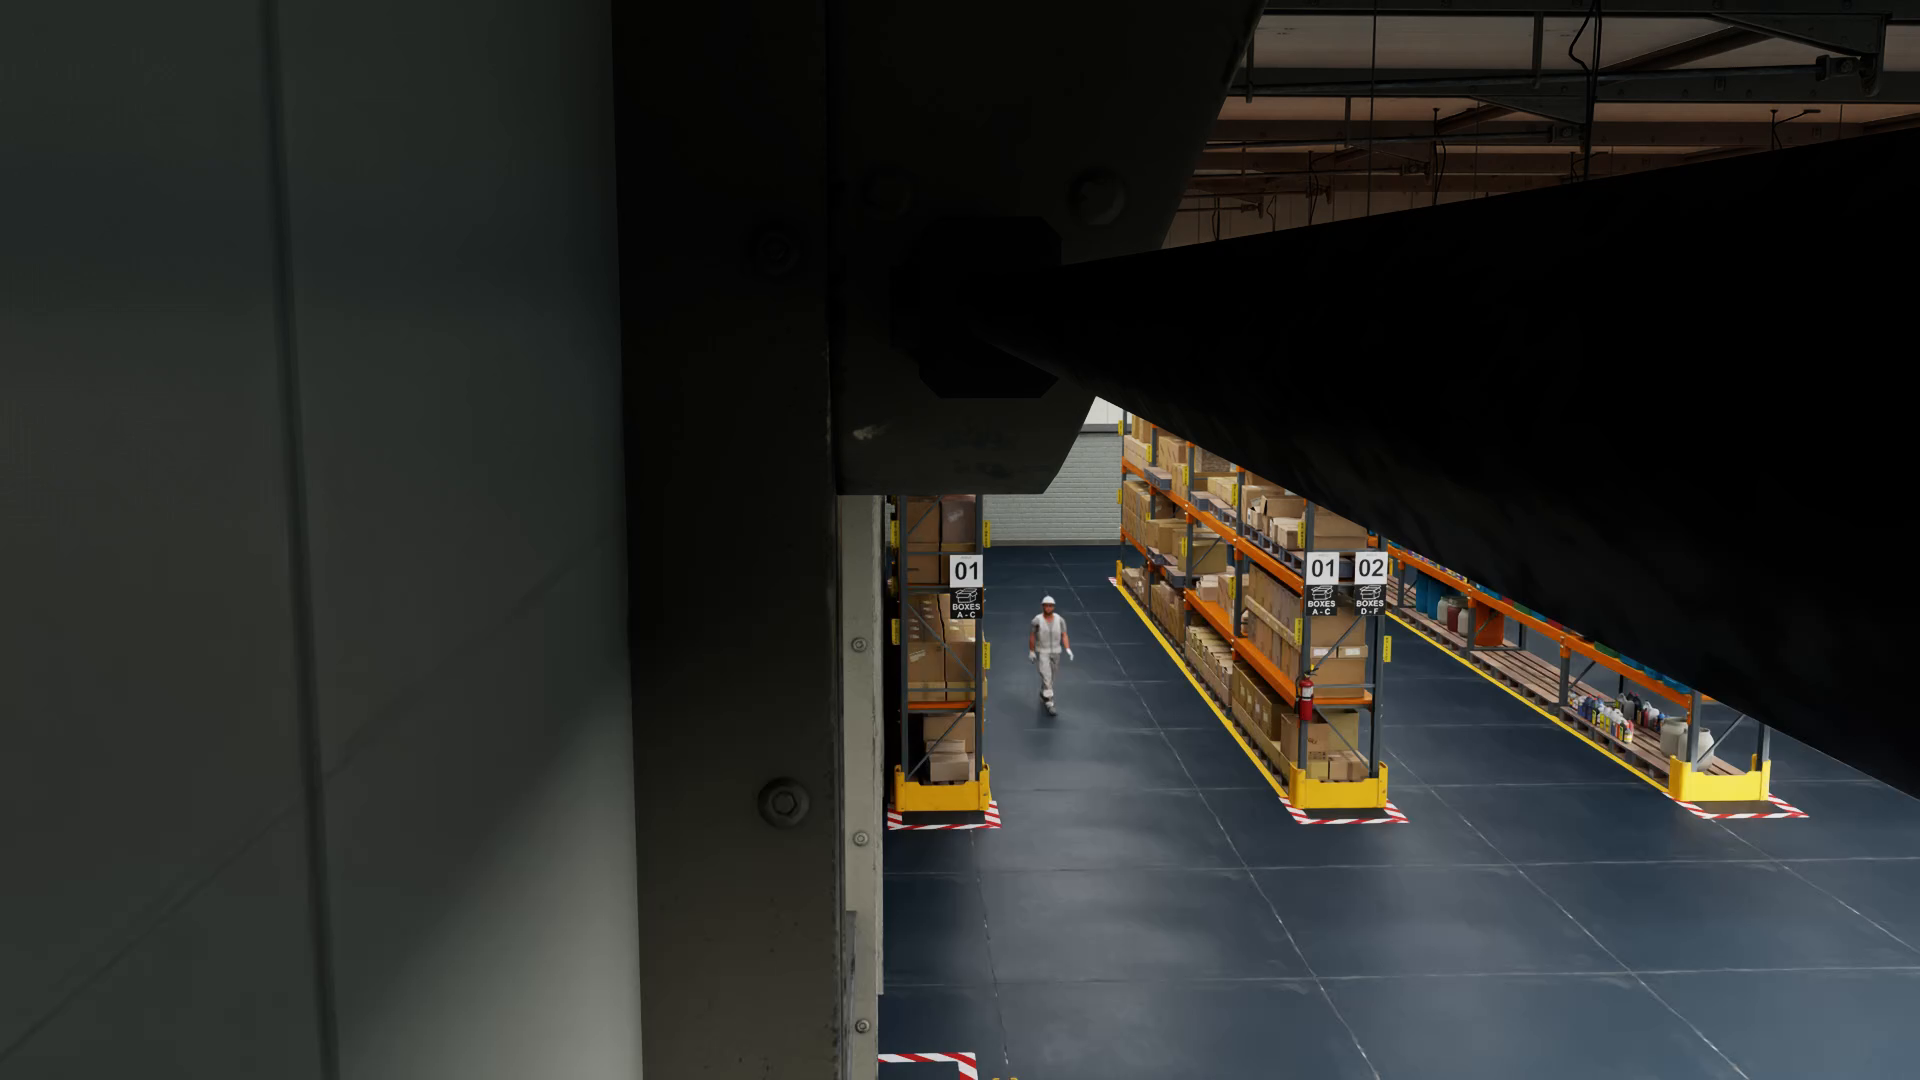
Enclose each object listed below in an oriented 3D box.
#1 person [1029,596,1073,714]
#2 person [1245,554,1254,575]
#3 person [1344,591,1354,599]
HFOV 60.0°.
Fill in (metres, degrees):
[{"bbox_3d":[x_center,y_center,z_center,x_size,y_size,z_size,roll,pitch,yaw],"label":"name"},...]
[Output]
[{"bbox_3d":[1.377,1.724,25.383,0.555,1.739,1.093,-3,9,-17],"label":"person"},{"bbox_3d":[6.401,0.090,37.056,0.597,1.605,0.458,-2,9,-16],"label":"person"},{"bbox_3d":[7.671,0.597,32.956,0.920,1.759,0.620,-7,11,-41],"label":"person"}]
